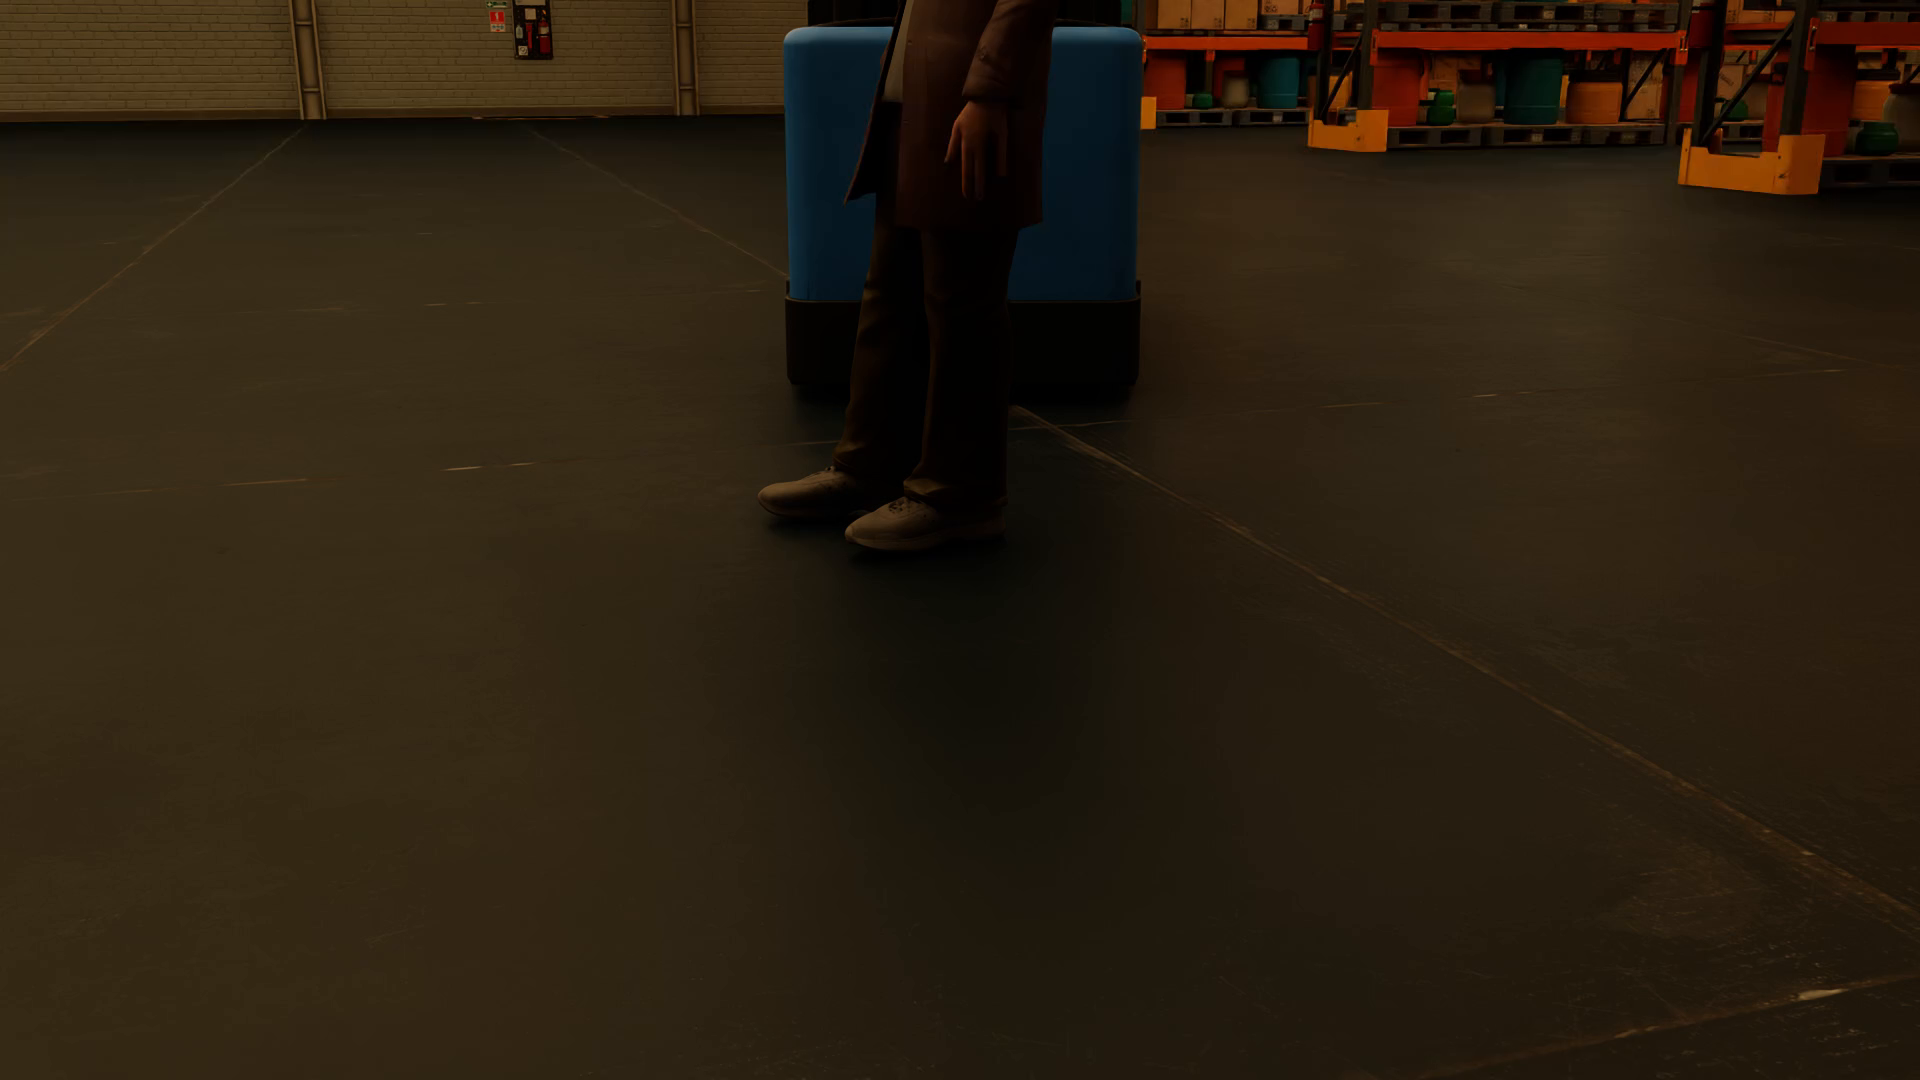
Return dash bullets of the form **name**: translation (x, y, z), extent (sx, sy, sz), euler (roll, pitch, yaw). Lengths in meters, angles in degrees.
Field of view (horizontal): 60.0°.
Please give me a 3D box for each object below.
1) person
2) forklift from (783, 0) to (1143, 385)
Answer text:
- **person**: translation (-0.089, -0.854, 3.291), extent (0.579, 1.778, 0.698), euler (-5, 17, -17)
- **forklift**: translation (0.017, -2.221, 5.943), extent (1.130, 2.935, 3.031), euler (0, 16, 0)
